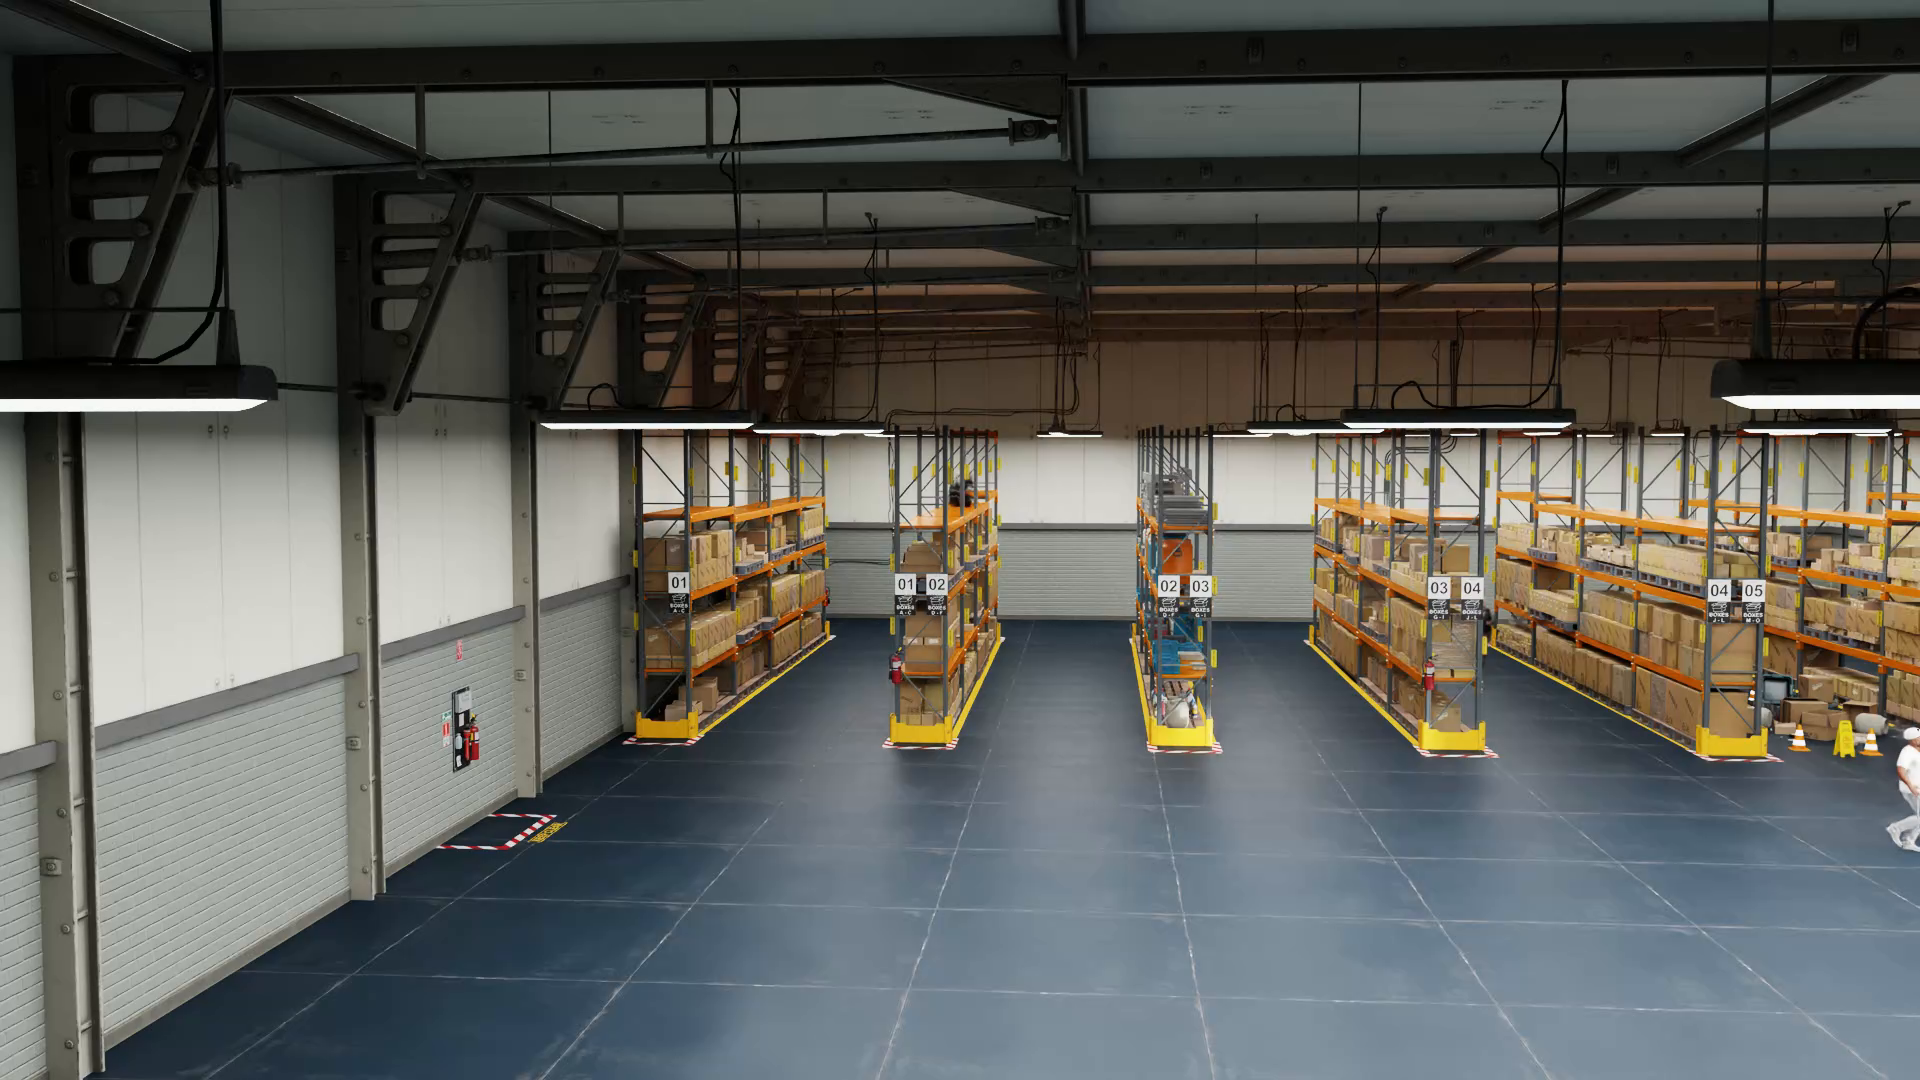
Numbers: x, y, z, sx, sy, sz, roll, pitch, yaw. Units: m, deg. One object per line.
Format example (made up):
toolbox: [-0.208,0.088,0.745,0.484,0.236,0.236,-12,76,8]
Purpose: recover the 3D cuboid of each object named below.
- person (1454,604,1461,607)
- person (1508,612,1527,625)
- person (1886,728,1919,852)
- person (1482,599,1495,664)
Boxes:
person: [13.436,2.110,45.052,0.760,1.751,1.010,1,4,20]
person: [15.912,1.988,47.527,0.738,1.786,0.859,-3,4,-39]
person: [13.229,3.469,23.137,0.546,1.726,0.693,2,4,36]
person: [13.215,2.338,42.082,0.639,1.698,0.670,0,3,5]
